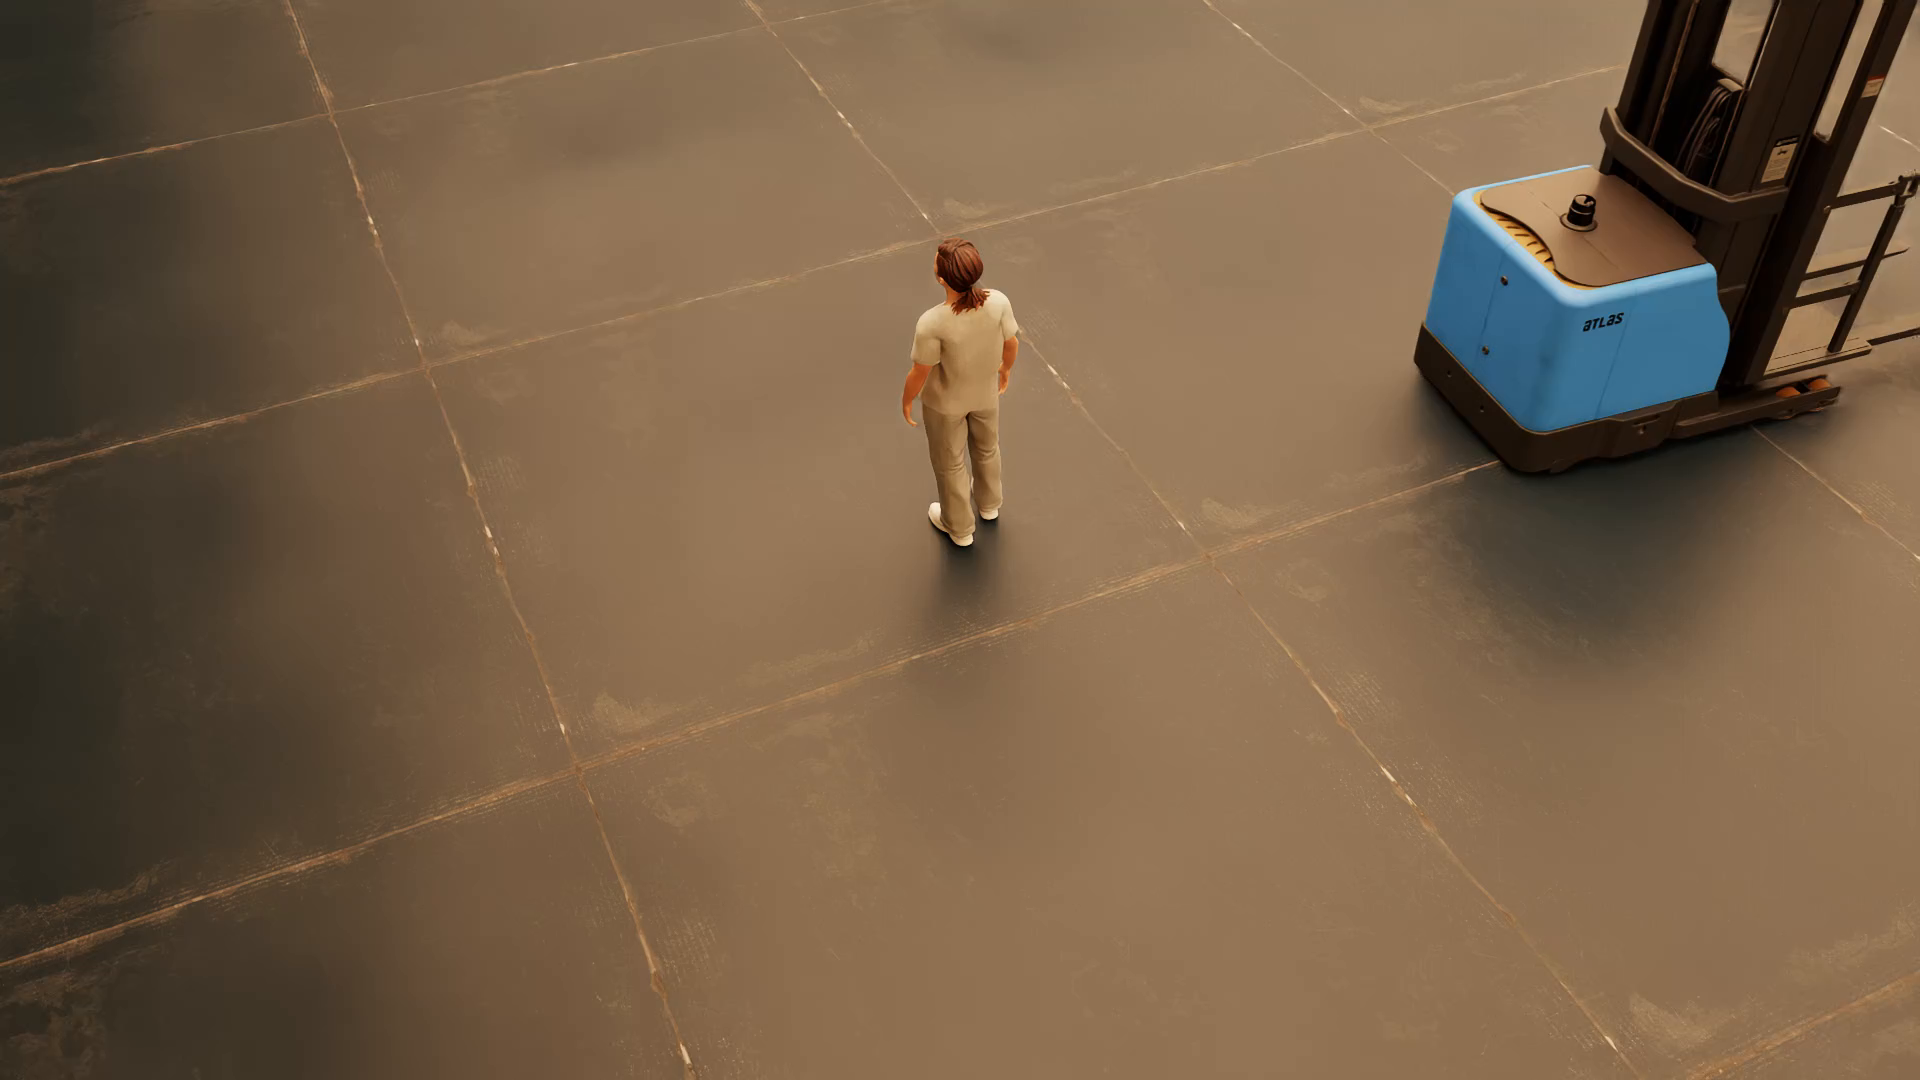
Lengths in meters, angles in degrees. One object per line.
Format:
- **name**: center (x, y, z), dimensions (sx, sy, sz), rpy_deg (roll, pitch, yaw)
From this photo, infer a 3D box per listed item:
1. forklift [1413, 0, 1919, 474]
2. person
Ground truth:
- **forklift**: center (3.954, -2.012, 7.836), dimensions (3.031, 2.935, 1.130), rpy_deg (-14, 45, -14)
- **person**: center (-0.019, -0.668, 7.305), dimensions (0.549, 1.673, 0.548), rpy_deg (-18, 46, -18)
